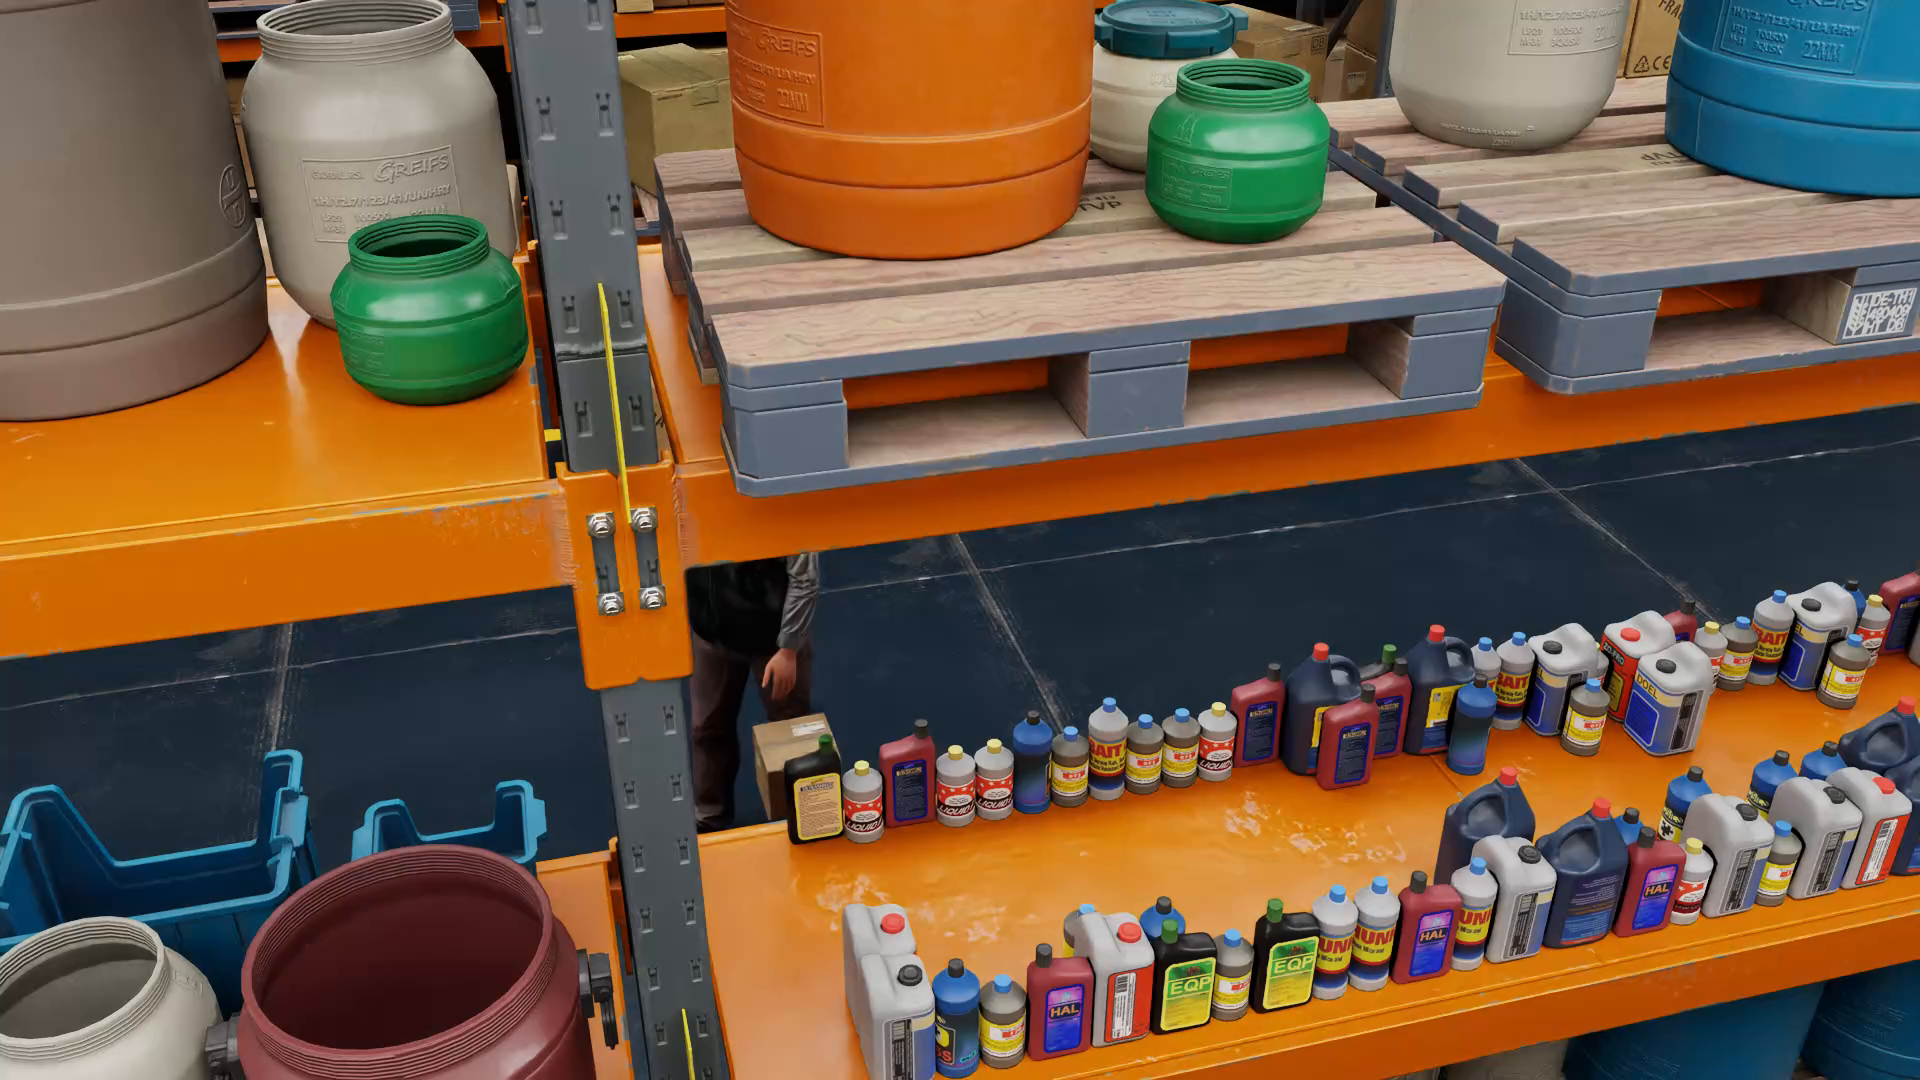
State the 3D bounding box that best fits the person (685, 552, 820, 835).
[{"bbox_3d":[-0.760,0.327,5.580,0.649,1.721,0.624,17,34,26],"label":"person"}]
